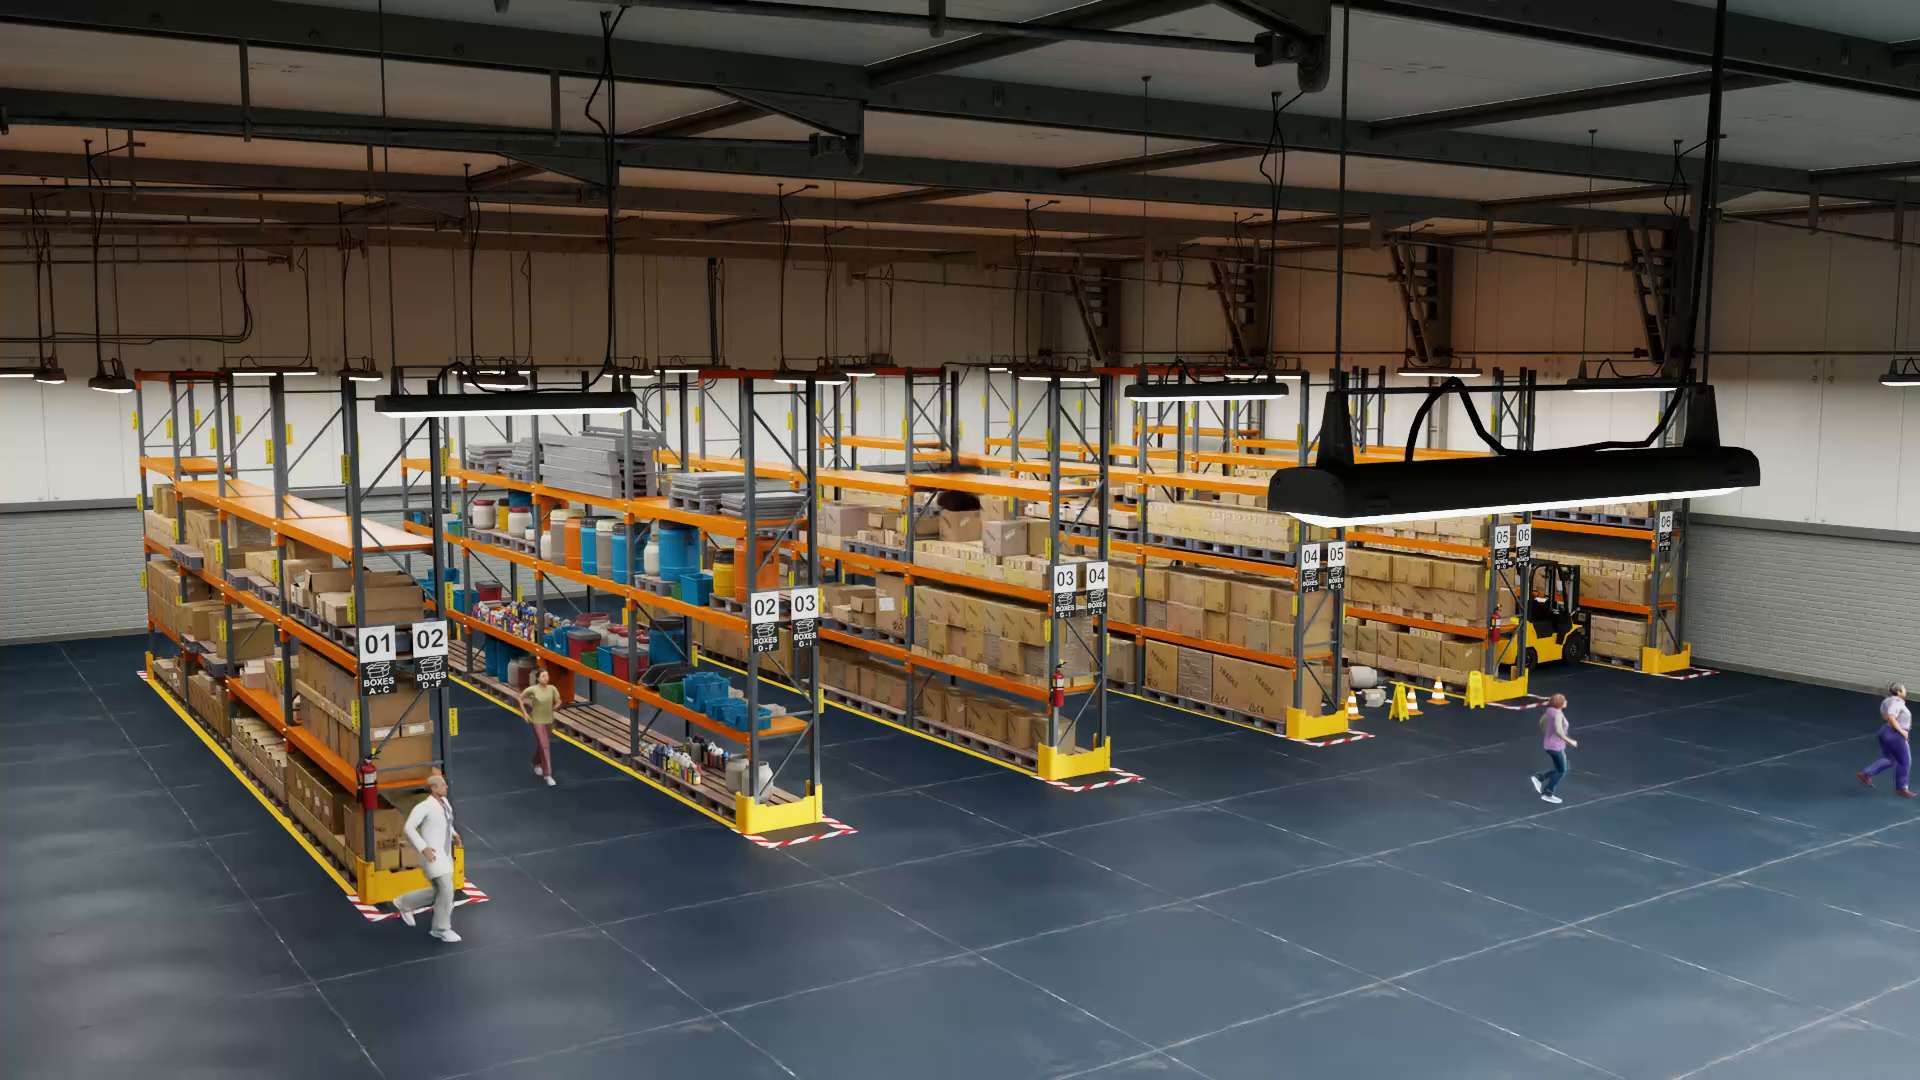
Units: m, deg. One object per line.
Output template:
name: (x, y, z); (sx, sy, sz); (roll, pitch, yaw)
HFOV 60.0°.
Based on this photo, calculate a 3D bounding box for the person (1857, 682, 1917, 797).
person: (13.330, 2.847, 23.791); (0.755, 1.652, 0.611); (1, 7, 8)

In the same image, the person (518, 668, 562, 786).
person: (-6.154, 2.711, 24.551); (0.578, 1.680, 0.882); (-6, 9, -42)

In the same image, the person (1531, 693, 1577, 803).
person: (8.377, 2.927, 23.451); (0.565, 1.563, 0.576); (0, 6, 3)

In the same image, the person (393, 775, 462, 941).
person: (-5.773, 3.449, 18.153); (0.845, 1.764, 0.760); (1, 7, 10)
